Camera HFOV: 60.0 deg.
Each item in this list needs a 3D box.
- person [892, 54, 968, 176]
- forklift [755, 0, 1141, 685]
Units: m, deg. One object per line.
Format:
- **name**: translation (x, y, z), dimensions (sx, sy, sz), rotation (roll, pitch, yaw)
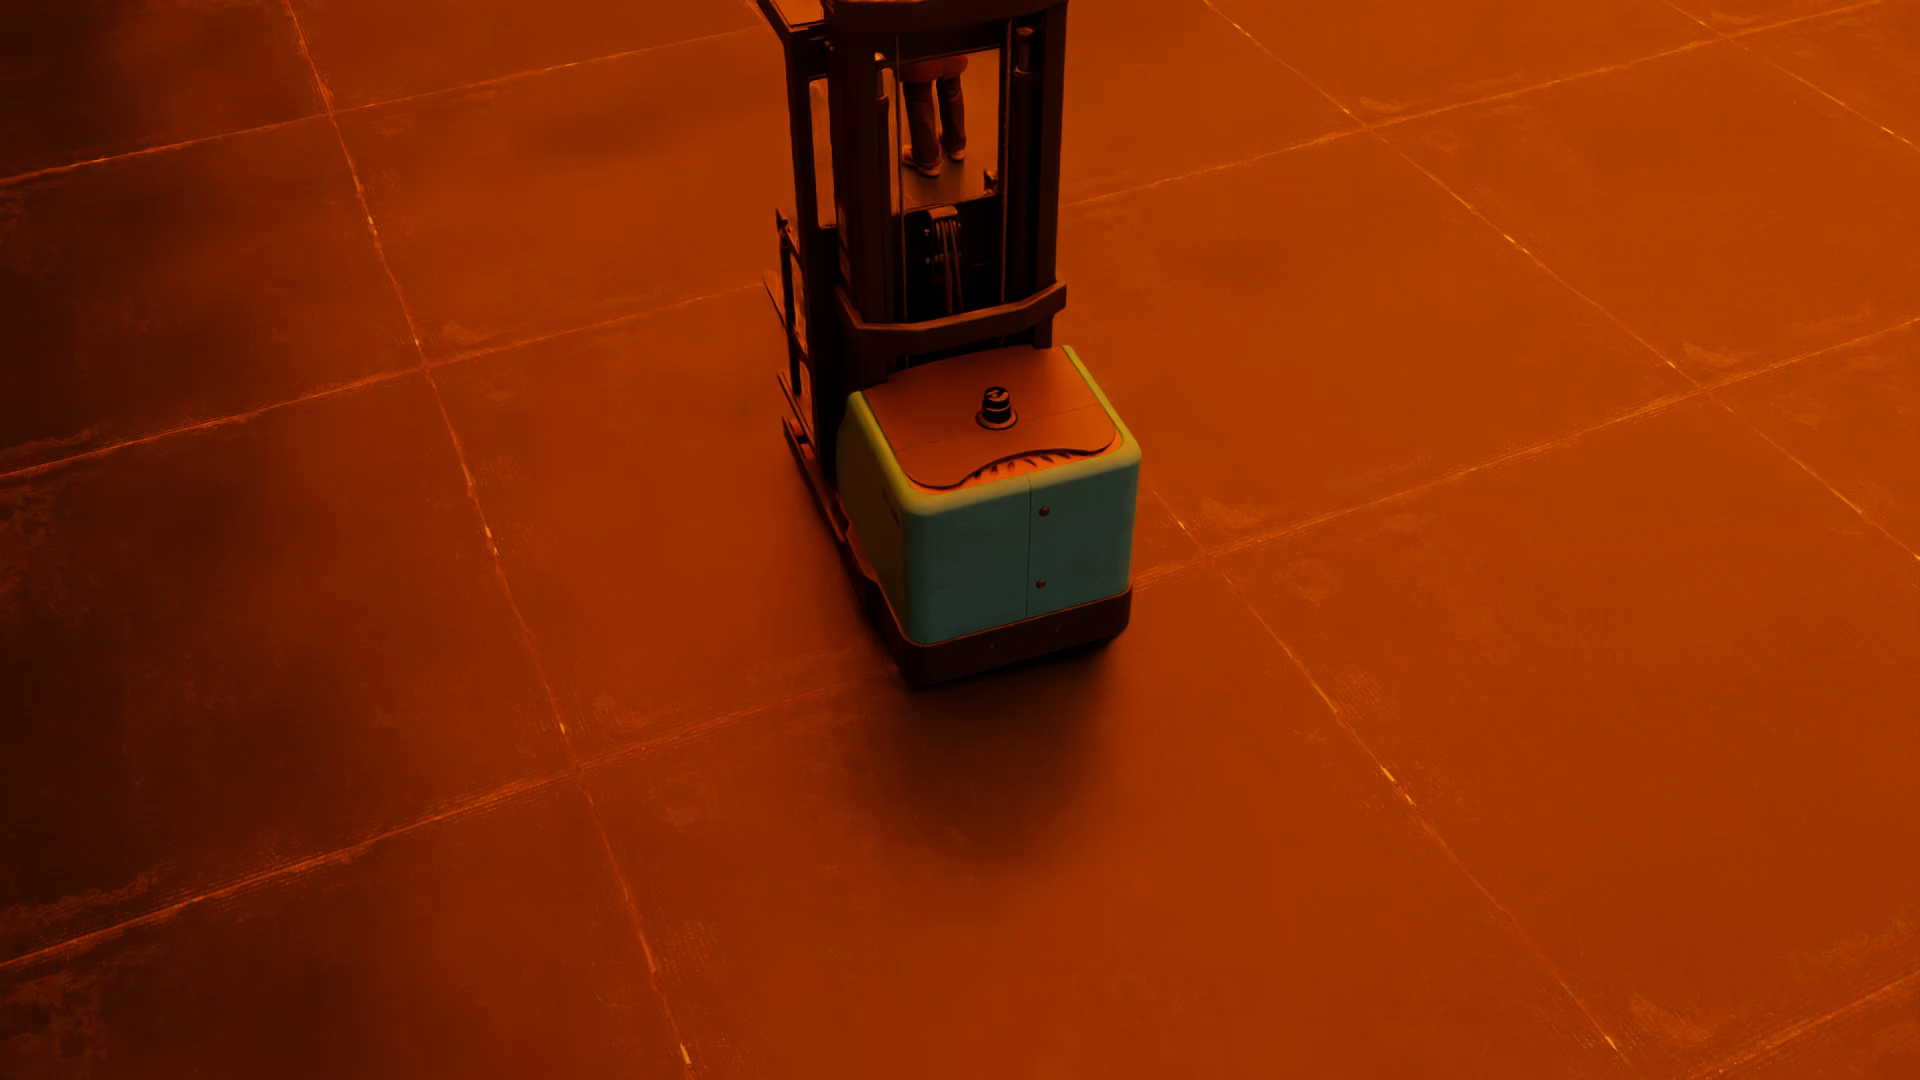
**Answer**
- **person**: translation (-0.223, -2.992, 9.724), dimensions (0.693, 1.779, 0.574), rotation (-18, 46, -18)
- **forklift**: translation (-0.237, -1.475, 7.261), dimensions (1.130, 2.935, 3.031), rotation (-14, 45, -15)
